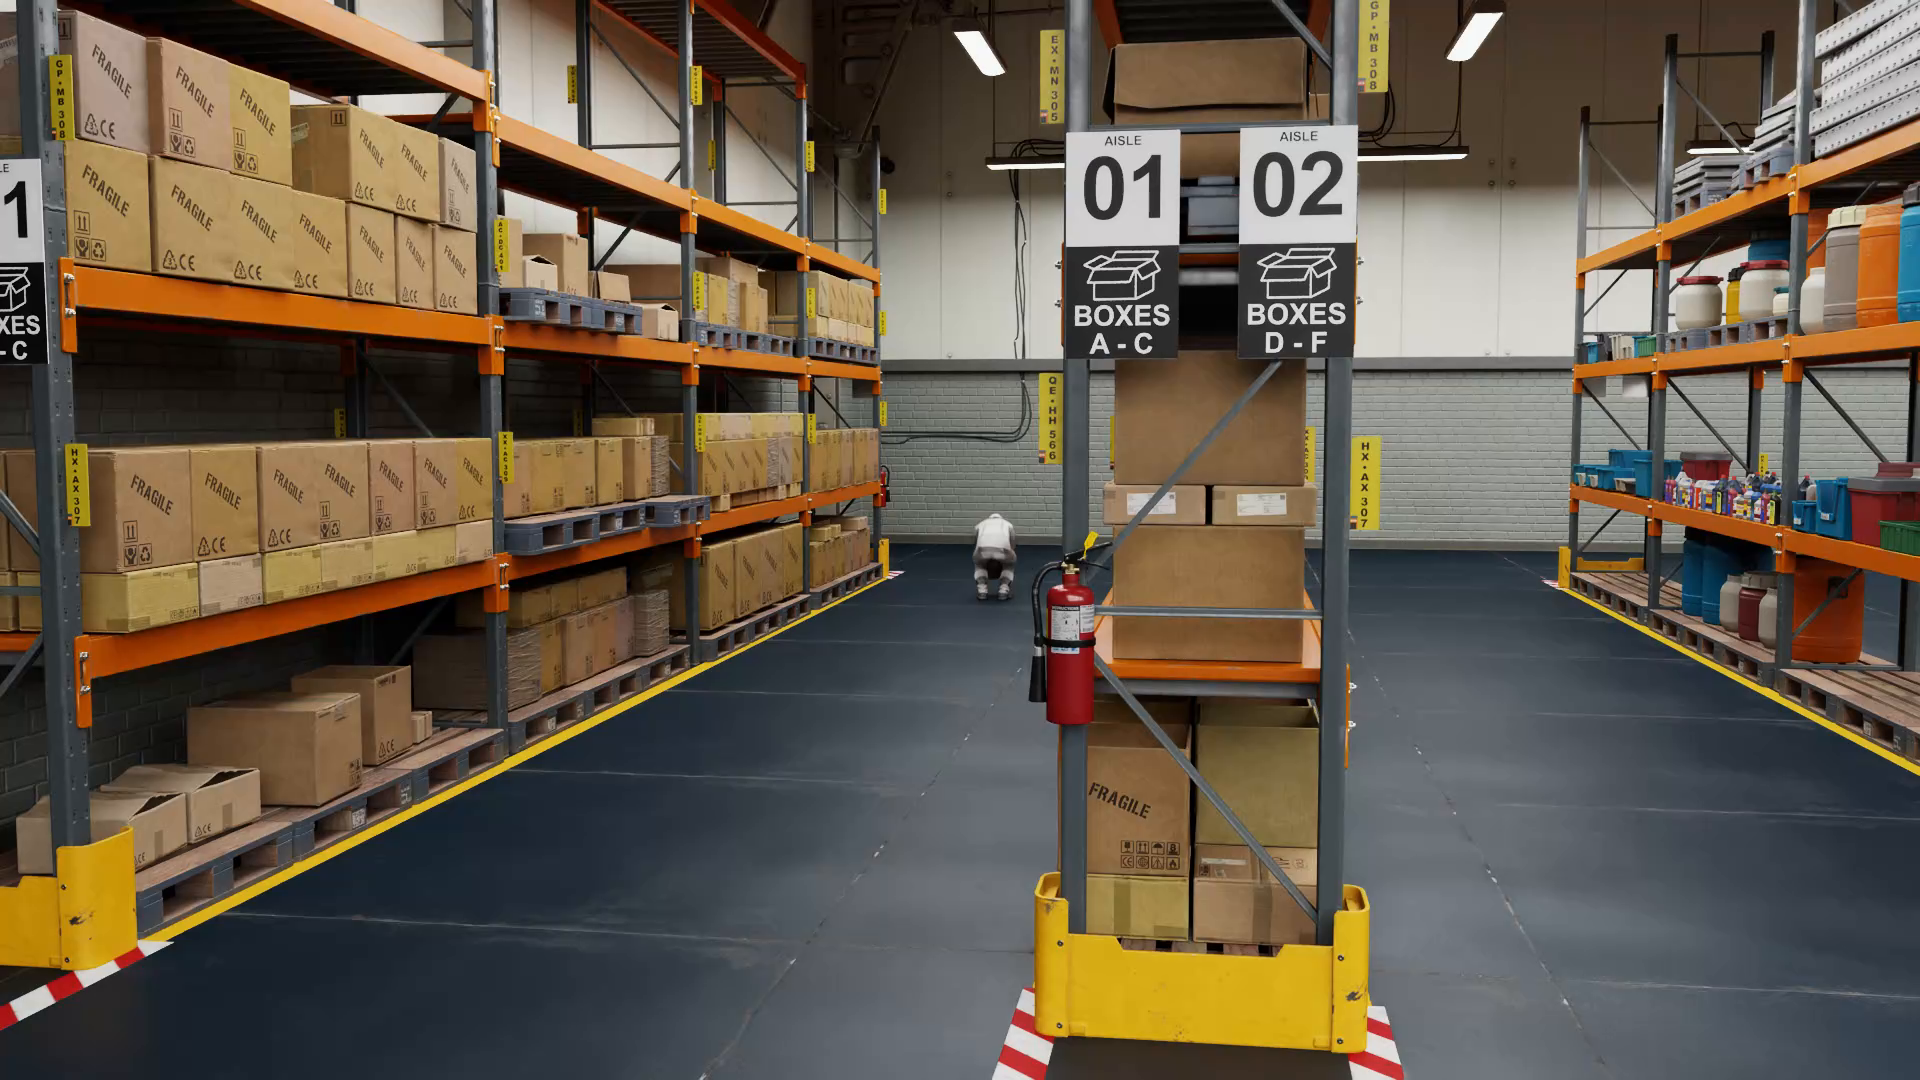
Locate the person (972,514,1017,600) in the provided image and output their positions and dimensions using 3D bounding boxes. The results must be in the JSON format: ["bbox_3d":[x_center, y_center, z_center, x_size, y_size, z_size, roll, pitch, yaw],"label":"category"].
[{"bbox_3d":[0.417,0.202,19.937,0.533,0.987,0.935,1,4,7],"label":"person"}]
